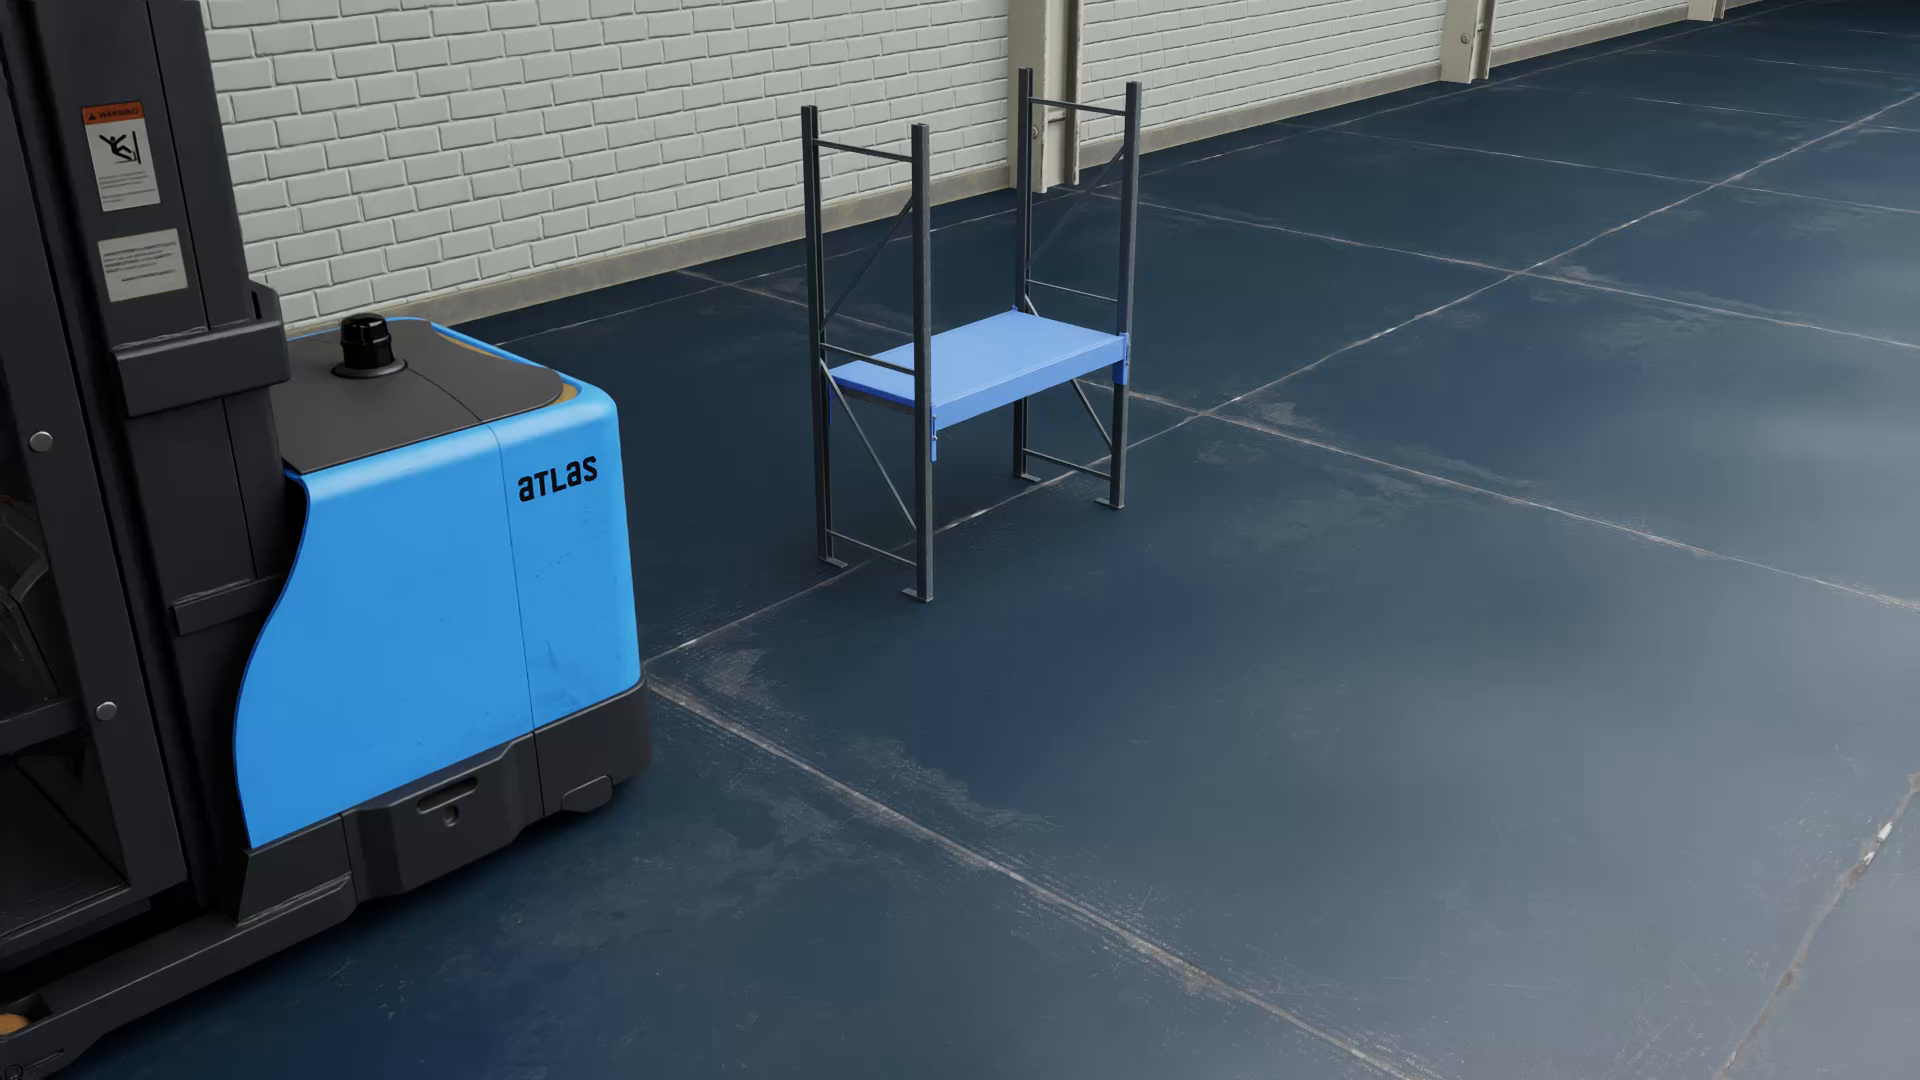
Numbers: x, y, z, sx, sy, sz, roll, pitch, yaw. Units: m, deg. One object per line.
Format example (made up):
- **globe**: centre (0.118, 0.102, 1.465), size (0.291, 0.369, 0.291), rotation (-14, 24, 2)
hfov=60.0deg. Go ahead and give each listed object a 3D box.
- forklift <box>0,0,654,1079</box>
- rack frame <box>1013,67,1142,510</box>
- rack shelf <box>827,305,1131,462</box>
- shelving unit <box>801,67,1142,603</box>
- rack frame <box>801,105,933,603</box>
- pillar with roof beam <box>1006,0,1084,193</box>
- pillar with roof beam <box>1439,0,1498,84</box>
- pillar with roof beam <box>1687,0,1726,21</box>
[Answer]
- **forklift**: centre (-2.184, -0.410, 3.082), size (1.130, 2.935, 3.031), rotation (22, 32, 40)
- **rack frame**: centre (0.396, -0.865, 5.847), size (0.500, 1.500, 0.032), rotation (20, 31, 38)
- **rack shelf**: centre (0.057, -0.546, 5.575), size (0.538, 0.185, 1.000), rotation (20, 31, 38)
- **shelving unit**: centre (0.057, -0.710, 5.501), size (0.538, 1.500, 1.048), rotation (20, 31, 38)
- **rack frame**: centre (-0.282, -0.555, 5.156), size (0.500, 1.500, 0.032), rotation (20, 31, 38)
- **pillar with roof beam**: centre (3.751, -5.274, 6.515), size (9.100, 9.000, 0.400), rotation (20, 31, 38)
- **pillar with roof beam**: centre (7.755, -7.102, 10.592), size (9.100, 9.000, 0.400), rotation (20, 31, 38)
- **pillar with roof beam**: centre (11.760, -8.931, 14.669), size (9.100, 9.000, 0.400), rotation (20, 31, 38)
